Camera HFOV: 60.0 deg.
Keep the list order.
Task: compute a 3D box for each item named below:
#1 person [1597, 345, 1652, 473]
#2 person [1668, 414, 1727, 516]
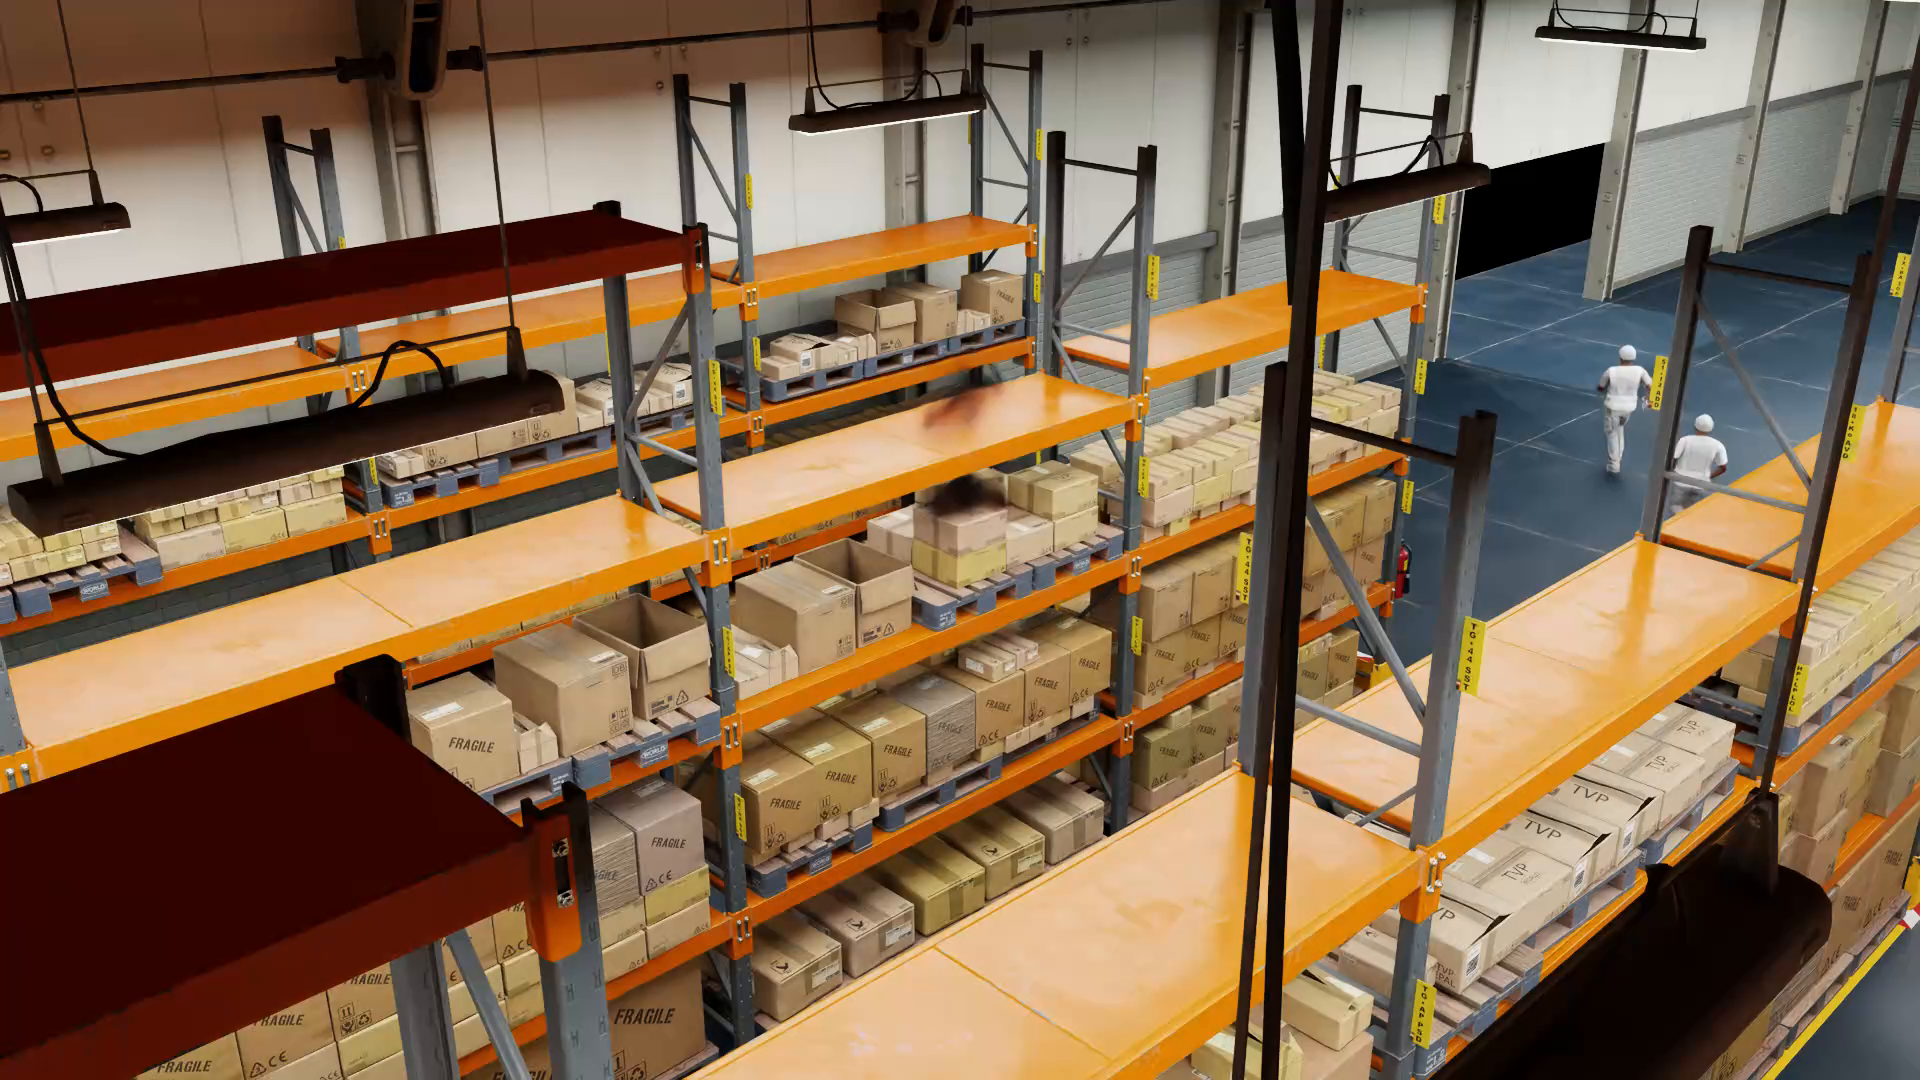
[{"bbox_3d":[9.059,-1.786,22.848,0.655,1.843,0.768,0,22,-1],"label":"person"},{"bbox_3d":[8.927,-0.691,20.285,0.693,1.735,0.582,3,23,7],"label":"person"}]
